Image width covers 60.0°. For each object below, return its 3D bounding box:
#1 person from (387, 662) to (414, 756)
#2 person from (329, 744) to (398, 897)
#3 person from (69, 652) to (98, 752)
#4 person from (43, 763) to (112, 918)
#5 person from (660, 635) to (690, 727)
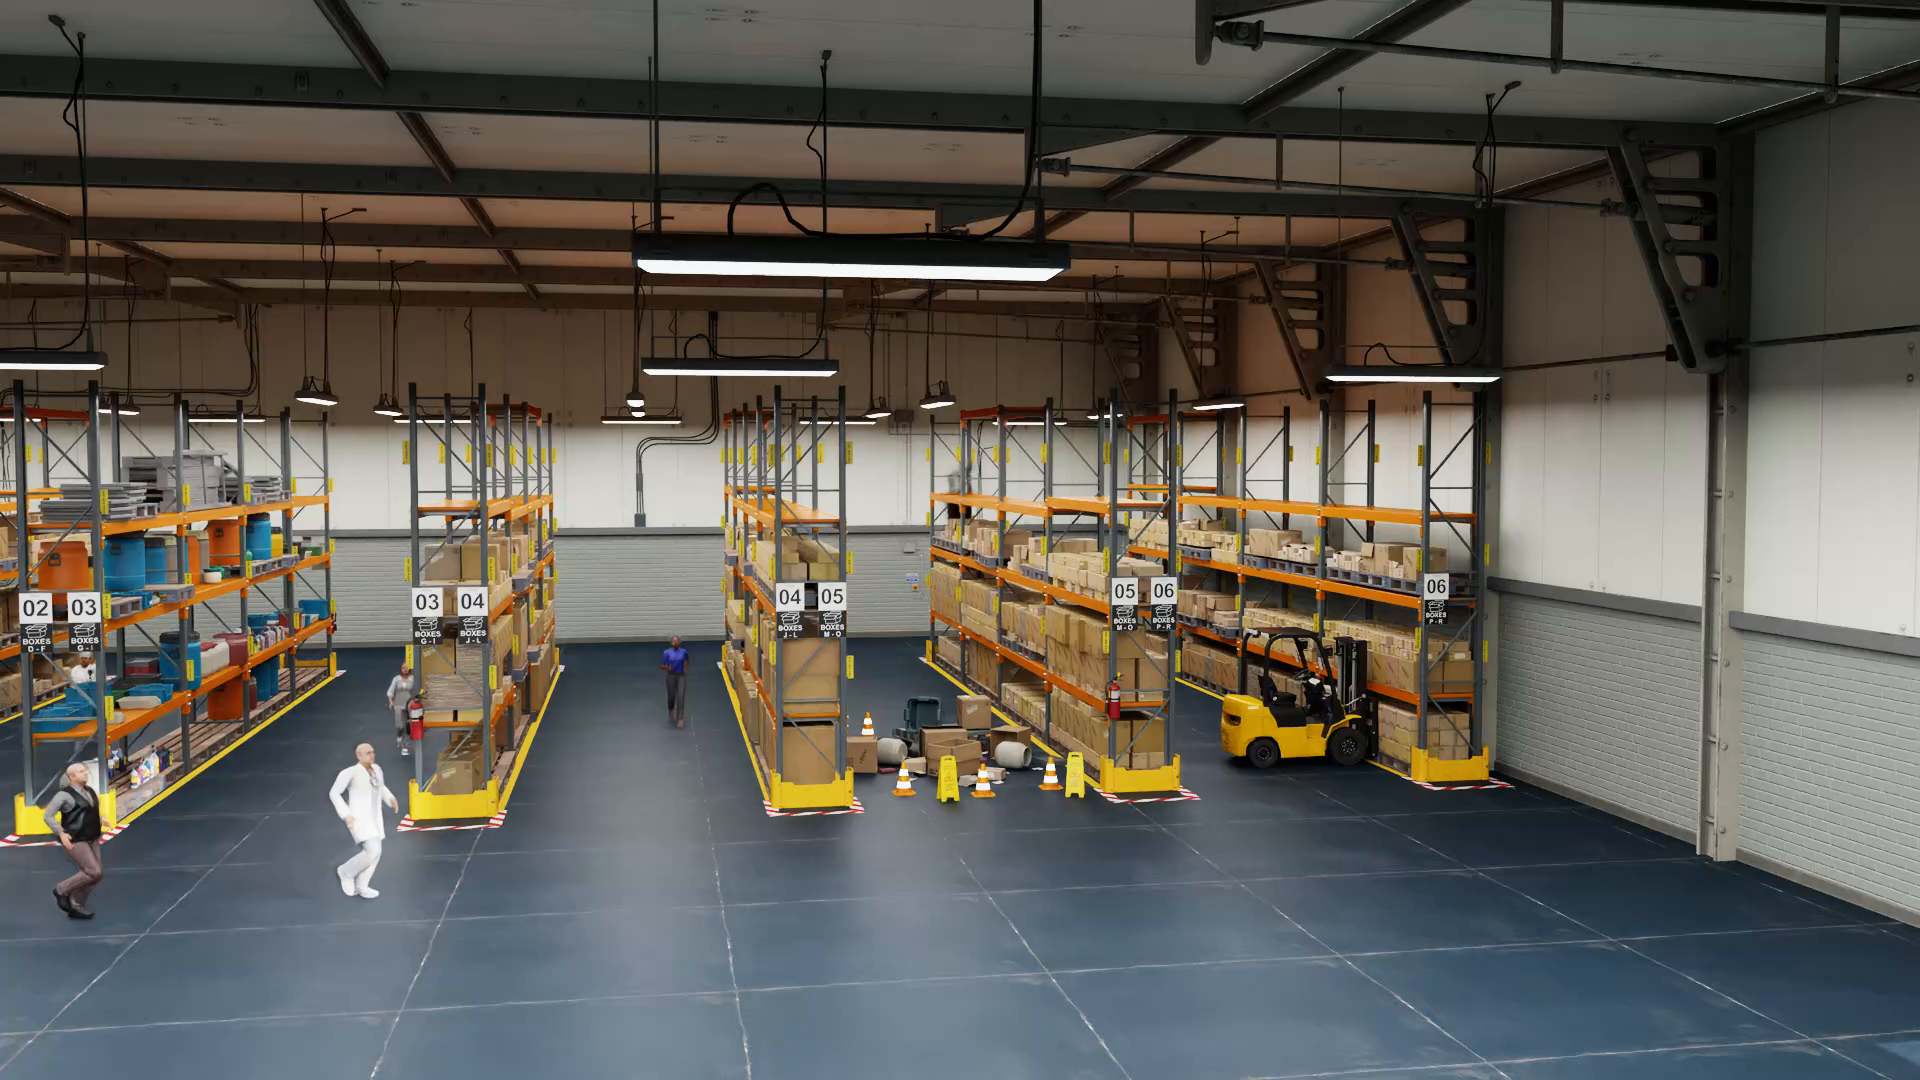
[{"bbox_3d":[-9.291,2.821,27.799,0.532,1.551,0.520,-1,3,-19],"label":"person"},{"bbox_3d":[-6.713,3.174,18.842,0.629,1.746,0.723,1,3,19],"label":"person"},{"bbox_3d":[-14.906,2.717,28.360,0.608,1.650,0.924,-1,3,-15],"label":"person"},{"bbox_3d":[-9.464,3.251,17.954,0.569,1.678,0.652,0,3,8],"label":"person"},{"bbox_3d":[-5.287,2.598,30.933,0.581,1.658,0.920,-1,3,-17],"label":"person"}]
